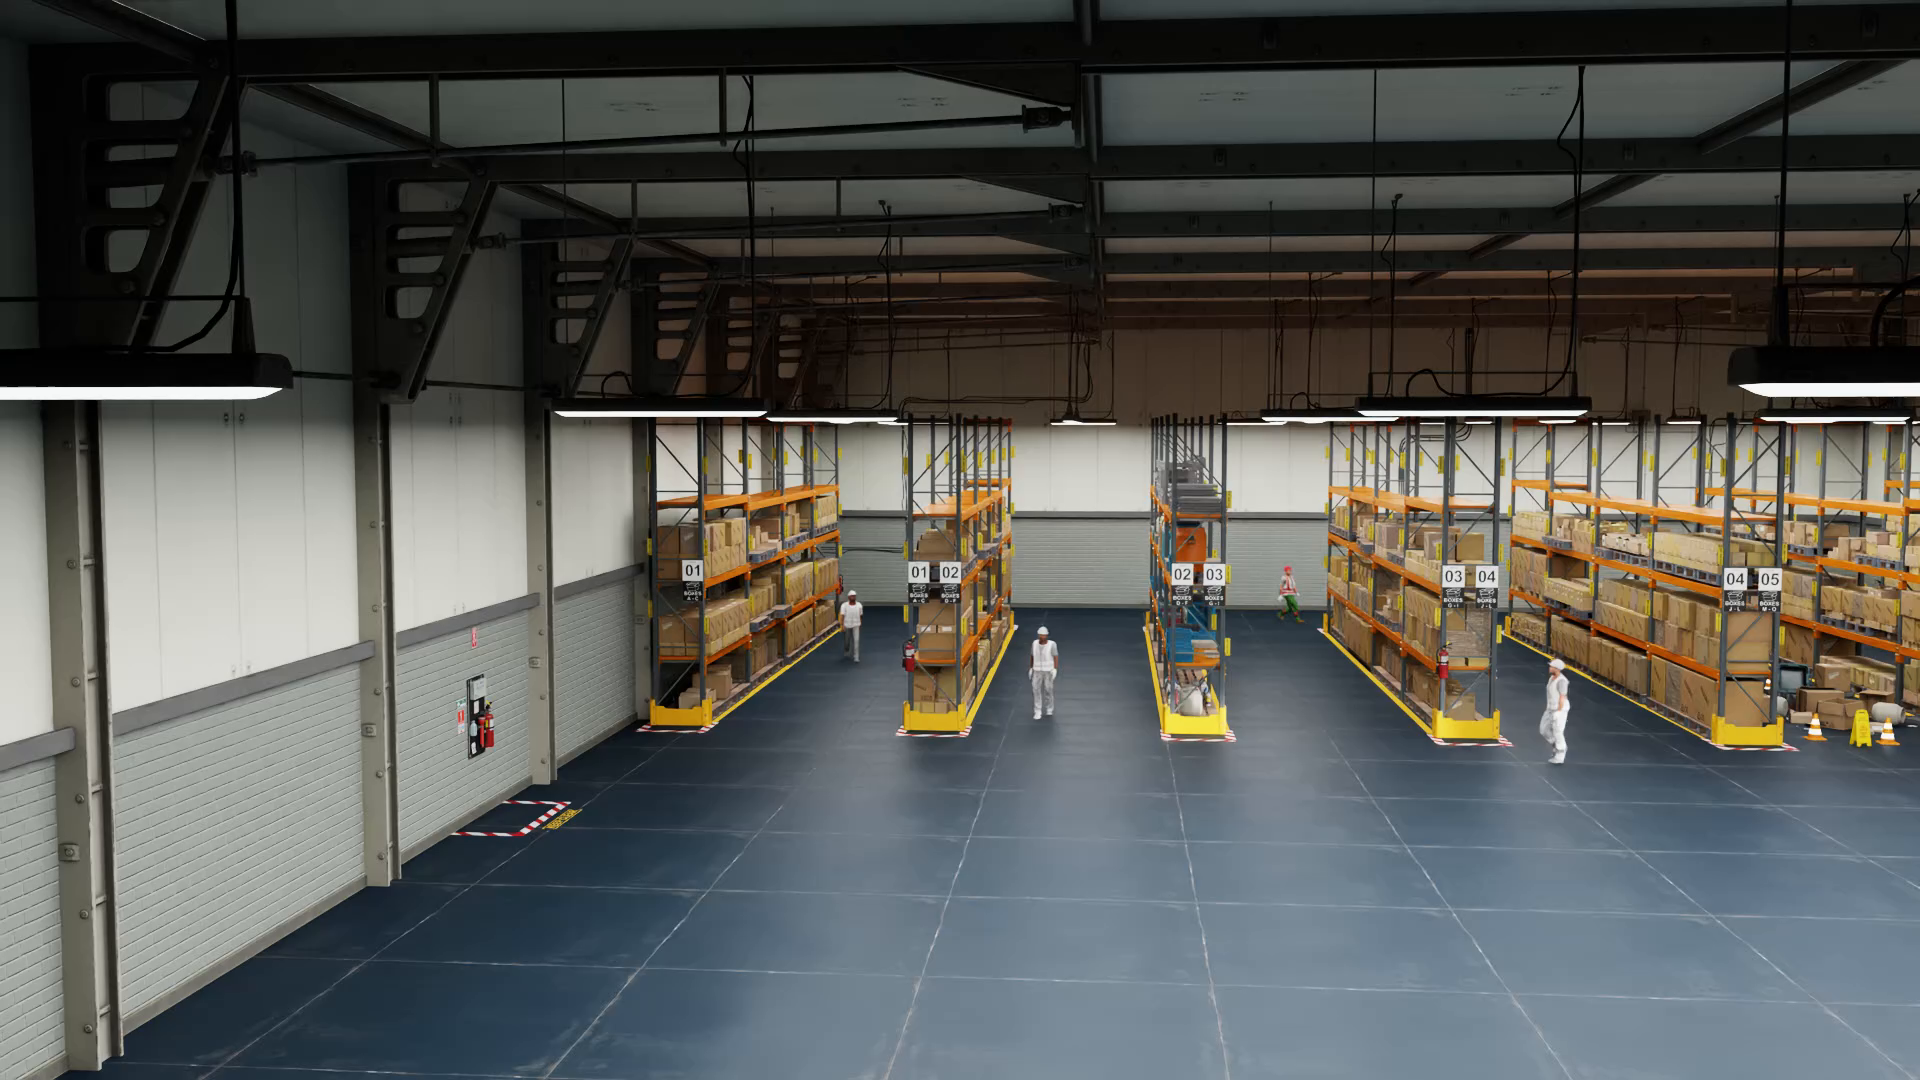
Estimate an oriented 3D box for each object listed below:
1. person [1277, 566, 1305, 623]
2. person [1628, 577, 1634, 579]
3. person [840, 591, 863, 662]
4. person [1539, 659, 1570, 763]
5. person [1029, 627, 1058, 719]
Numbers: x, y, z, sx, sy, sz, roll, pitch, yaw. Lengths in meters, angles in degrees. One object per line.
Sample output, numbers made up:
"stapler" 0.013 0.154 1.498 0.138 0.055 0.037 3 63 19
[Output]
"person" 9.707 1.596 48.897 0.537 1.679 1.073 -4 5 -44
"person" 17.819 1.869 44.116 0.573 1.775 0.457 -2 5 -33
"person" -2.655 2.107 40.752 0.549 1.727 1.036 0 4 -5
"person" 10.158 2.914 28.299 0.468 1.792 0.531 -1 4 -14
"person" 1.645 2.628 32.960 0.631 1.821 0.594 2 4 22
